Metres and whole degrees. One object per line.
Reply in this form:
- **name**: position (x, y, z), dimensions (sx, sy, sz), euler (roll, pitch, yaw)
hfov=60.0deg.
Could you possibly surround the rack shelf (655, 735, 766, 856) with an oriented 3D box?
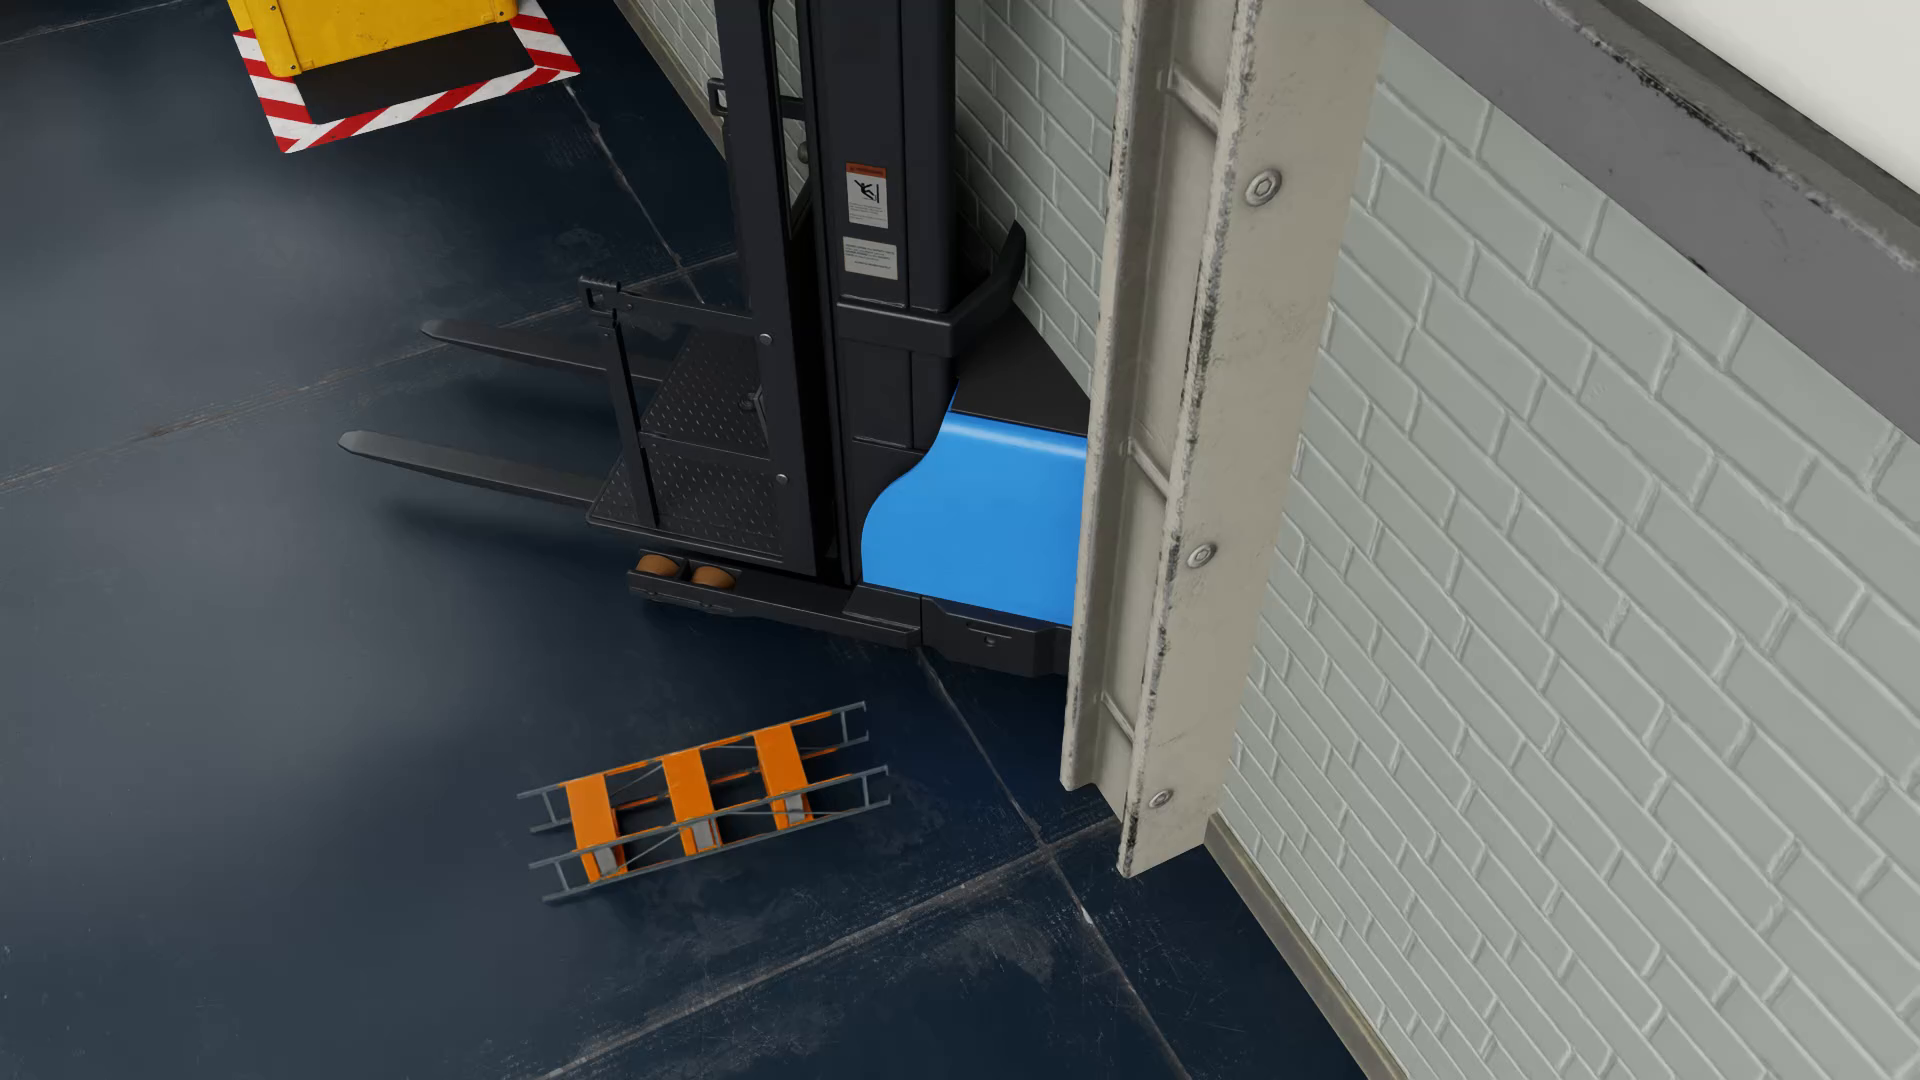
- **rack shelf**: position (-0.737, 0.765, 4.926), dimensions (0.259, 0.215, 0.240), euler (-14, 49, -11)

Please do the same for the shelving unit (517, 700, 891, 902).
- **shelving unit**: position (-0.748, 0.767, 4.924), dimensions (1.050, 0.215, 0.252), euler (-14, 49, -11)

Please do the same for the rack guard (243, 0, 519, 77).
- **rack guard**: position (-2.687, -2.577, 7.672), dimensions (1.175, 0.500, 0.348), euler (-21, 52, -18)

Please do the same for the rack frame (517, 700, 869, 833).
- **rack frame**: position (-0.785, 0.681, 5.002), dimensions (1.050, 0.200, 0.008), euler (-14, 49, -11)

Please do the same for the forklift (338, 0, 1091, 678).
- **forklift**: position (-0.606, -1.090, 4.756), dimensions (3.031, 2.935, 1.130), euler (12, 50, 10)

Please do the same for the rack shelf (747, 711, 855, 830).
- **rack shelf**: position (-0.473, 0.698, 4.979), dimensions (0.259, 0.215, 0.240), euler (-14, 49, -11)

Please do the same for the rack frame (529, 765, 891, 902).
- **rack frame**: position (-0.710, 0.853, 4.846), dimensions (1.050, 0.200, 0.008), euler (-14, 49, -11)

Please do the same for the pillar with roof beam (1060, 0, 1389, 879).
- **pillar with roof beam**: position (-3.297, -0.669, 0.357), dimensions (9.100, 9.000, 0.400), euler (-21, 52, -18)

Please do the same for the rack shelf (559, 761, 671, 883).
- **rack shelf**: position (-1.008, 0.833, 4.872), dimensions (0.259, 0.215, 0.240), euler (-14, 49, -11)
